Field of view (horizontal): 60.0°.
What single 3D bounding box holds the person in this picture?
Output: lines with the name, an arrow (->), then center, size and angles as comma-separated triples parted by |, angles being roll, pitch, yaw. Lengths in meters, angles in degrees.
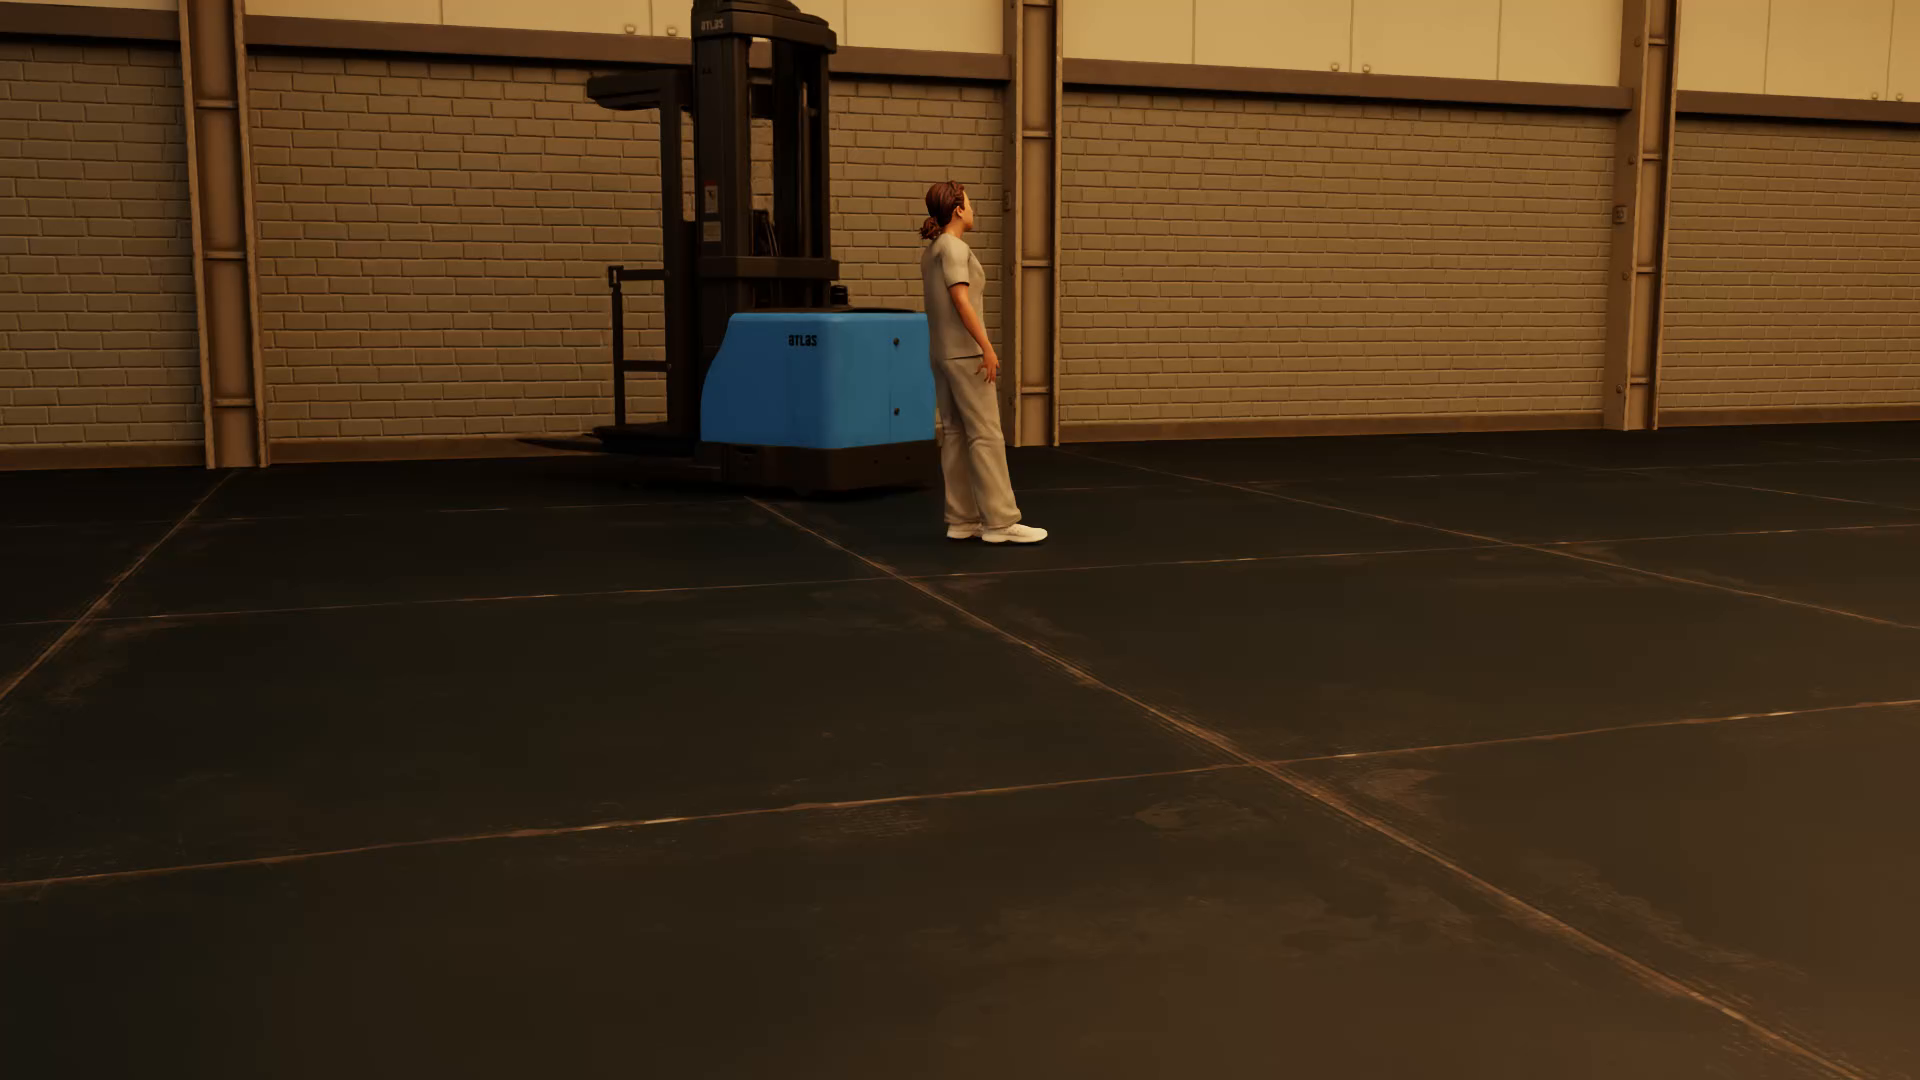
person -> 0.075, -0.839, 7.820 | 0.548, 1.673, 0.549 | -3, 8, -18

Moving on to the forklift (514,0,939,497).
forklift -> -1.618, -1.830, 10.503 | 3.031, 2.935, 1.130 | 6, 10, 36
